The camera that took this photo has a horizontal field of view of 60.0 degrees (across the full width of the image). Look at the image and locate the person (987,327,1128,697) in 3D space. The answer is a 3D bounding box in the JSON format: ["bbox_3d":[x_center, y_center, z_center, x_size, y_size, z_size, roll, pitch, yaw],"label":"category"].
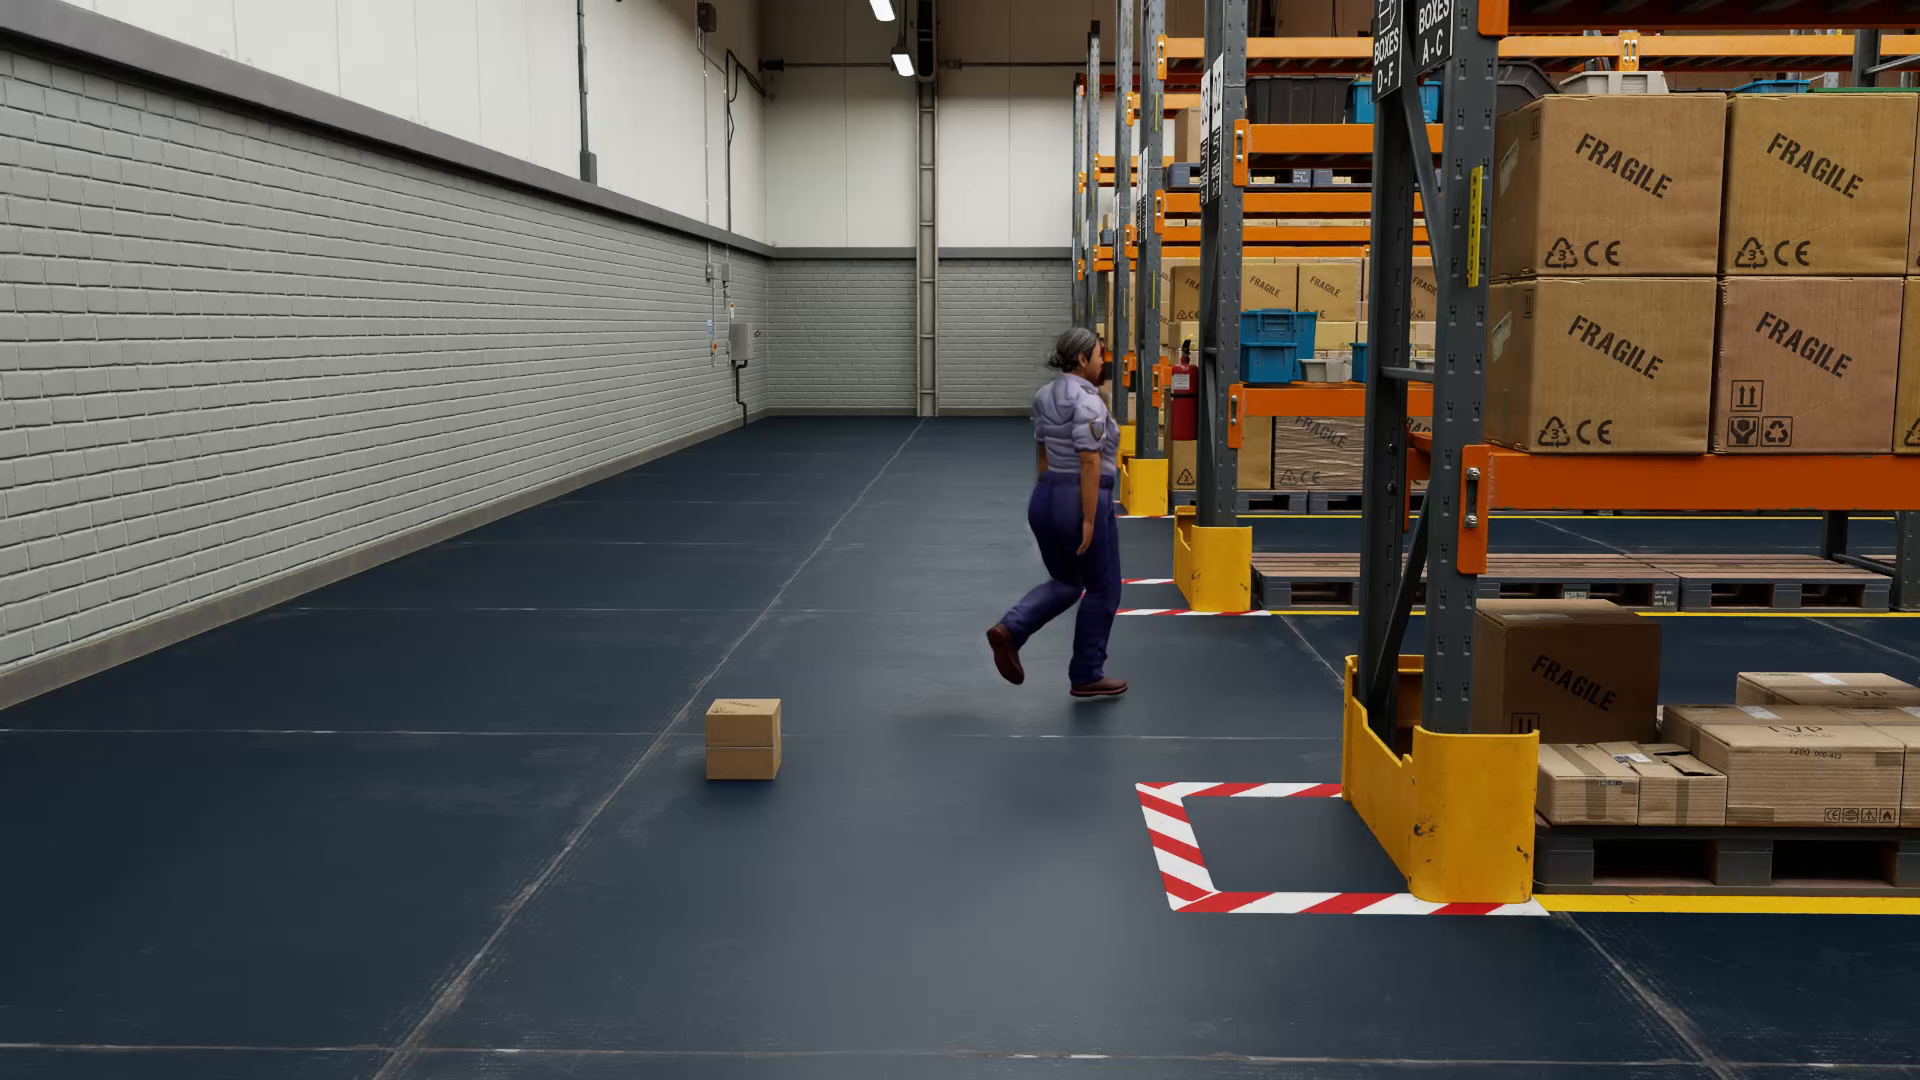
[{"bbox_3d":[0.459,-0.114,7.310,0.630,1.630,0.505,-4,9,-30],"label":"person"}]
